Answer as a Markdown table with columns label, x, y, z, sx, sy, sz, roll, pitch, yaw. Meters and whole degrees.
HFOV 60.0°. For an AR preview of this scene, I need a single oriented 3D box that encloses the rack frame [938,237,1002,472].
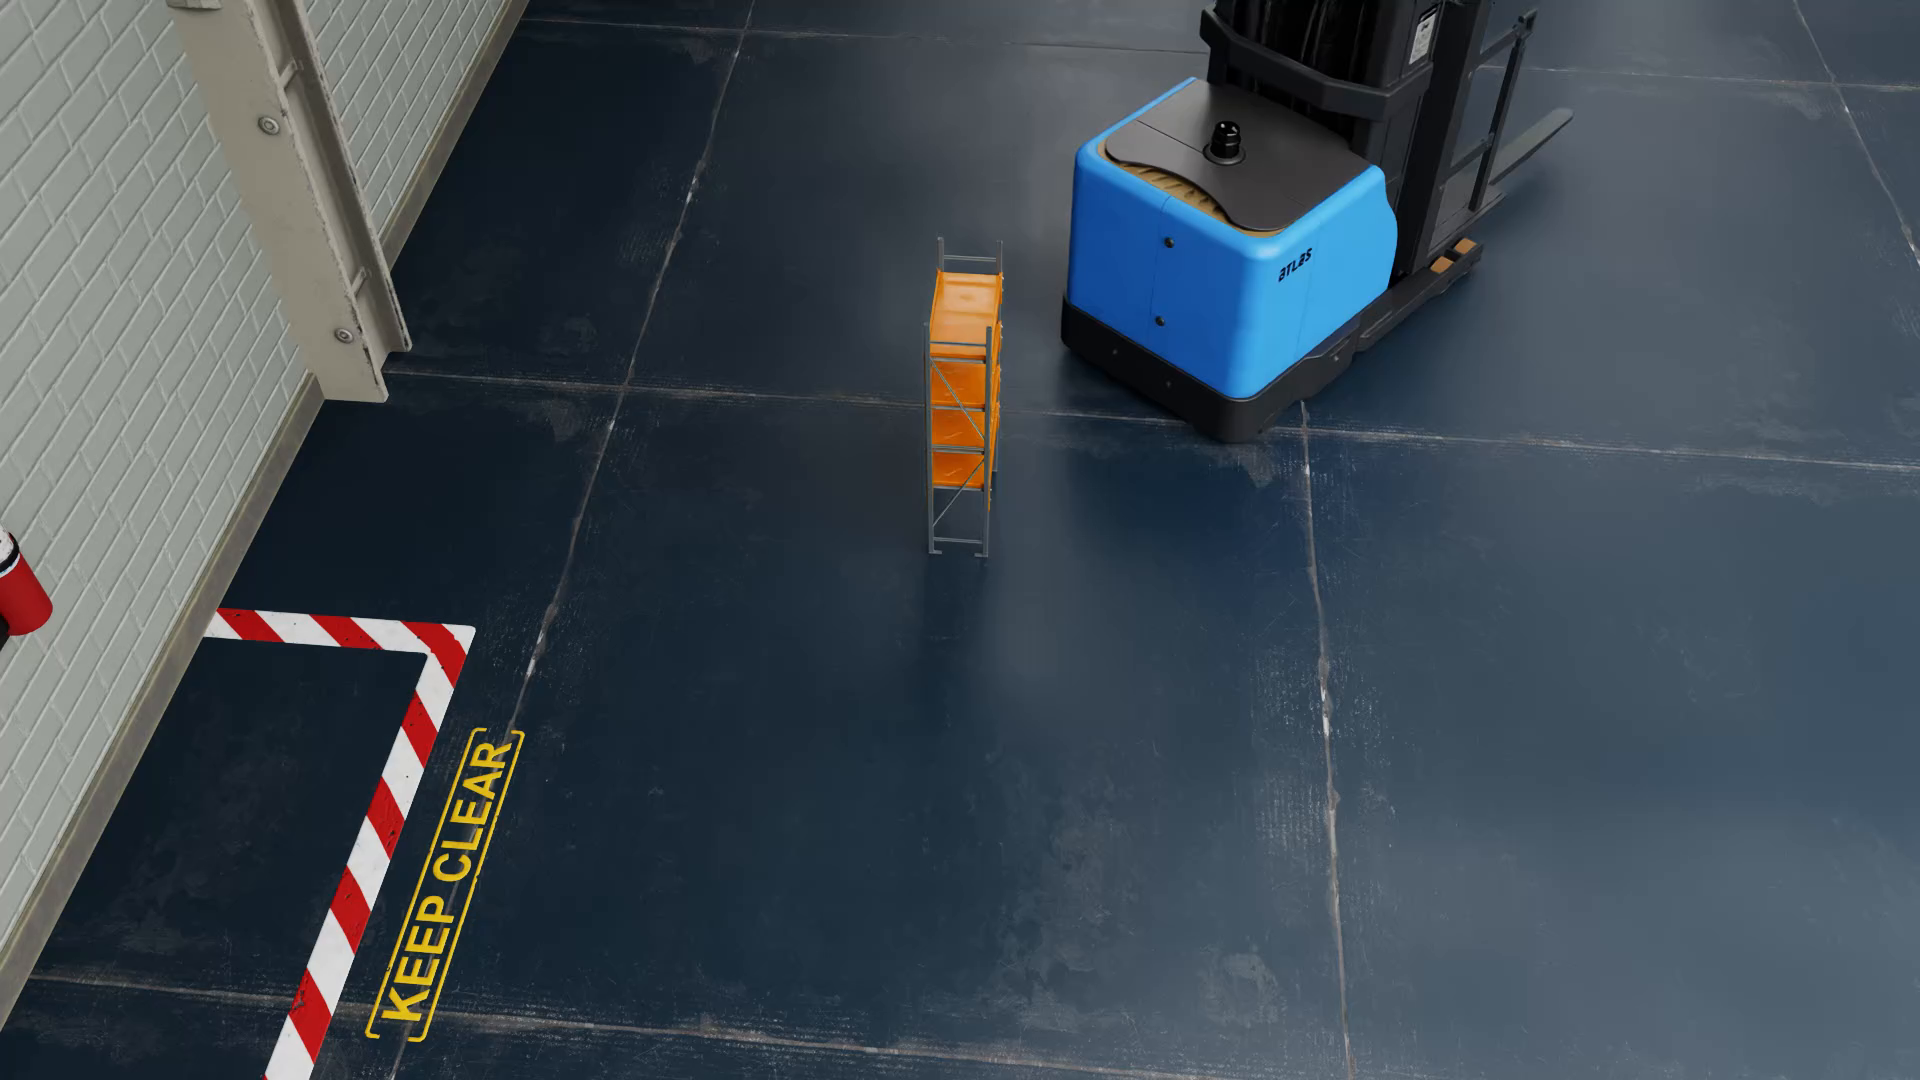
| label | x | y | z | sx | sy | sz | roll | pitch | yaw |
| --- | --- | --- | --- | --- | --- | --- | --- | --- | --- |
| rack frame | 0.037 | -0.706 | 6.608 | 0.240 | 1.200 | 0.015 | 4 | 48 | 4 |

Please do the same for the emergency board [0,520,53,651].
| label | x | y | z | sx | sy | sz | roll | pitch | yaw |
| --- | --- | --- | --- | --- | --- | --- | --- | --- | --- |
| emergency board | -2.934 | 0.039 | 4.707 | 0.194 | 1.169 | 0.643 | 4 | 48 | 4 |

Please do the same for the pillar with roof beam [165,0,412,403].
| label | x | y | z | sx | sy | sz | roll | pitch | yaw |
| --- | --- | --- | --- | --- | --- | --- | --- | --- | --- |
| pillar with roof beam | 1.616 | -3.509 | 3.887 | 9.100 | 9.000 | 0.400 | 4 | 48 | 4 |

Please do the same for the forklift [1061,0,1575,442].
| label | x | y | z | sx | sy | sz | roll | pitch | yaw |
| --- | --- | --- | --- | --- | --- | --- | --- | --- | --- |
| forklift | 1.841 | -2.393 | 6.978 | 1.130 | 2.935 | 3.031 | 36 | 57 | 28 |

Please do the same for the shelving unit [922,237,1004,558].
| label | x | y | z | sx | sy | sz | roll | pitch | yaw |
| --- | --- | --- | --- | --- | --- | --- | --- | --- | --- |
| shelving unit | 0.015 | -0.527 | 6.444 | 0.258 | 1.200 | 0.503 | 4 | 48 | 4 |

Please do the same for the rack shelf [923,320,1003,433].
| label | x | y | z | sx | sy | sz | roll | pitch | yaw |
| --- | --- | --- | --- | --- | --- | --- | --- | --- | --- |
| rack shelf | 0.015 | -0.632 | 6.329 | 0.258 | 0.148 | 0.480 | 4 | 48 | 4 |

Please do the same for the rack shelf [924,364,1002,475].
| label | x | y | z | sx | sy | sz | roll | pitch | yaw |
| --- | --- | --- | --- | --- | --- | --- | --- | --- | --- |
| rack shelf | 0.015 | -0.481 | 6.494 | 0.258 | 0.148 | 0.480 | 4 | 48 | 4 |

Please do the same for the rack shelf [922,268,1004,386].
| label | x | y | z | sx | sy | sz | roll | pitch | yaw |
| --- | --- | --- | --- | --- | --- | --- | --- | --- | --- |
| rack shelf | 0.015 | -0.792 | 6.154 | 0.258 | 0.148 | 0.480 | 4 | 48 | 4 |

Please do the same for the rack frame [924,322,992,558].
| label | x | y | z | sx | sy | sz | roll | pitch | yaw |
| --- | --- | --- | --- | --- | --- | --- | --- | --- | --- |
| rack frame | -0.007 | -0.347 | 6.280 | 0.240 | 1.200 | 0.015 | 4 | 48 | 4 |

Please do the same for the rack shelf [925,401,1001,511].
| label | x | y | z | sx | sy | sz | roll | pitch | yaw |
| --- | --- | --- | --- | --- | --- | --- | --- | --- | --- |
| rack shelf | 0.015 | -0.347 | 6.641 | 0.258 | 0.148 | 0.480 | 4 | 48 | 4 |
